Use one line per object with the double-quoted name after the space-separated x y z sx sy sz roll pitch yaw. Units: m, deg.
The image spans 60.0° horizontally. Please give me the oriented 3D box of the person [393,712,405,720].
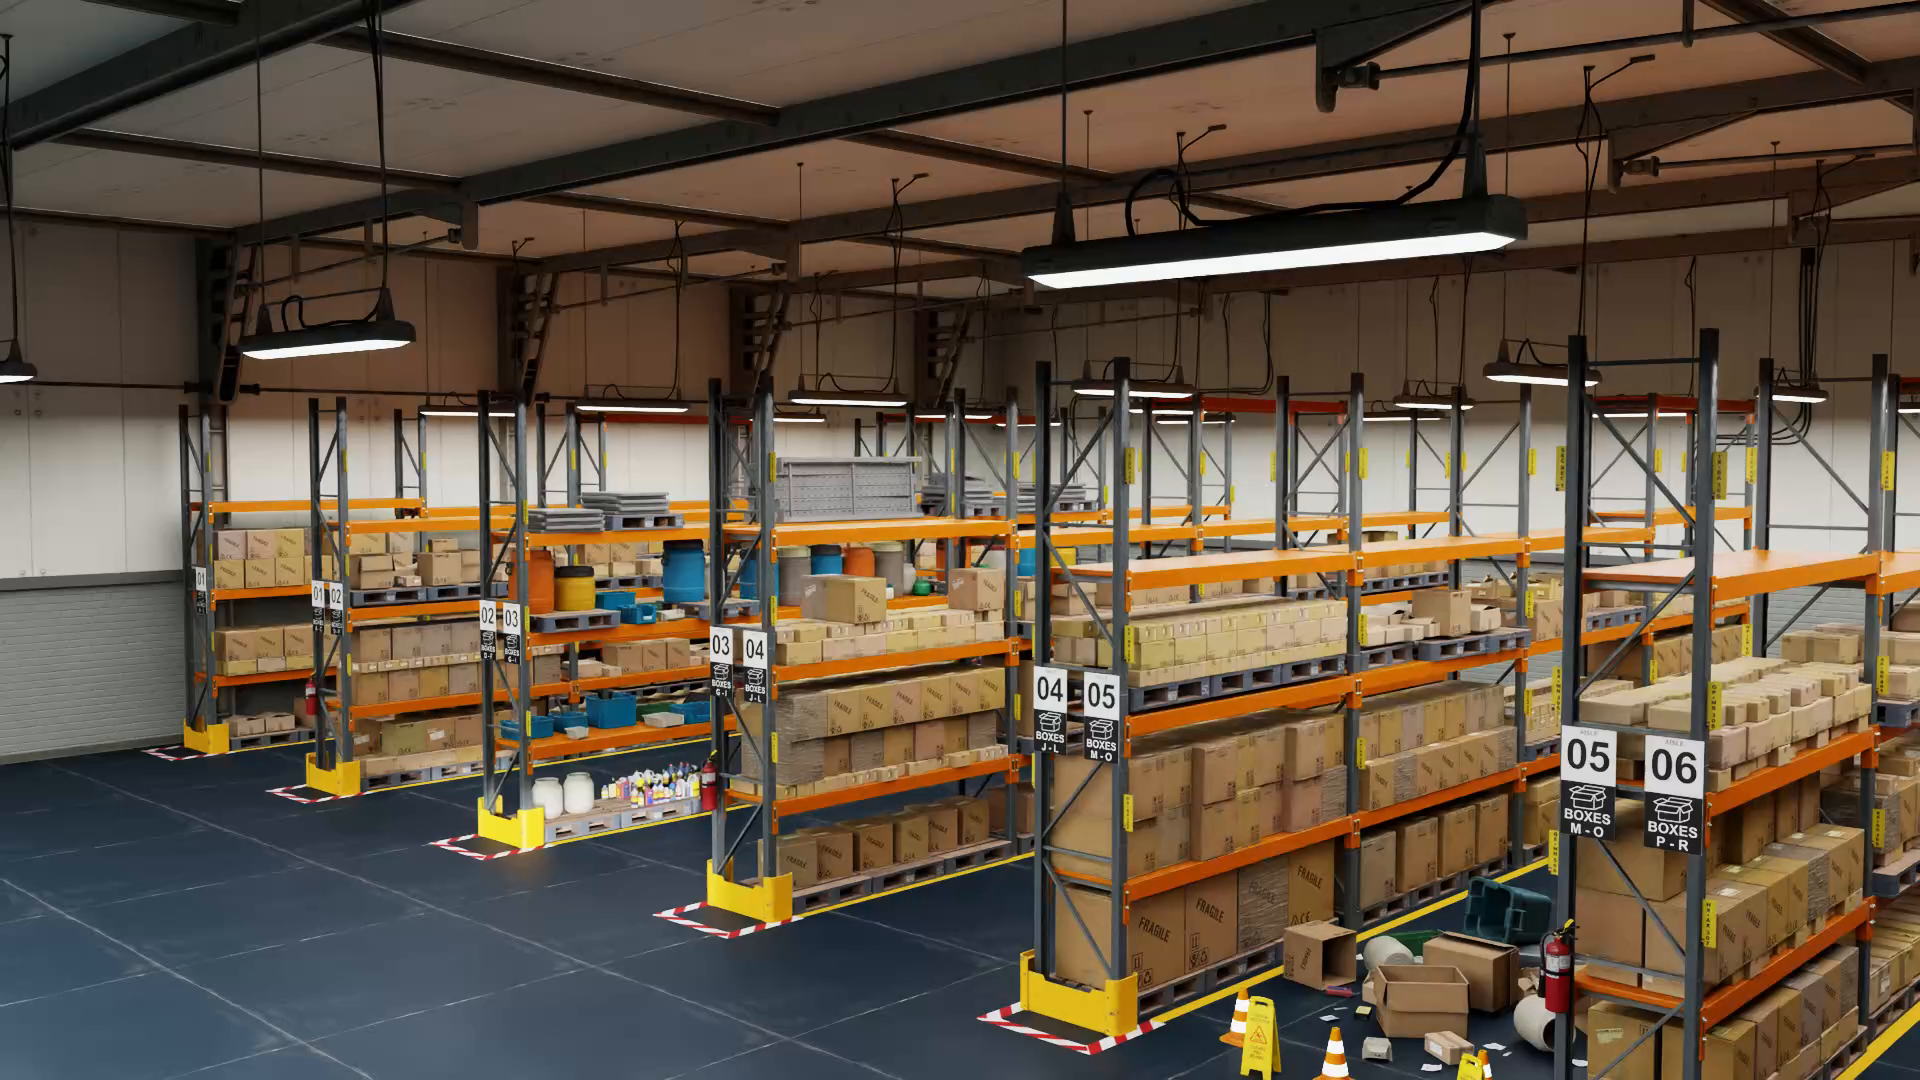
-9.486 2.832 28.456 0.659 1.717 1.062 2 3 30 "person"
